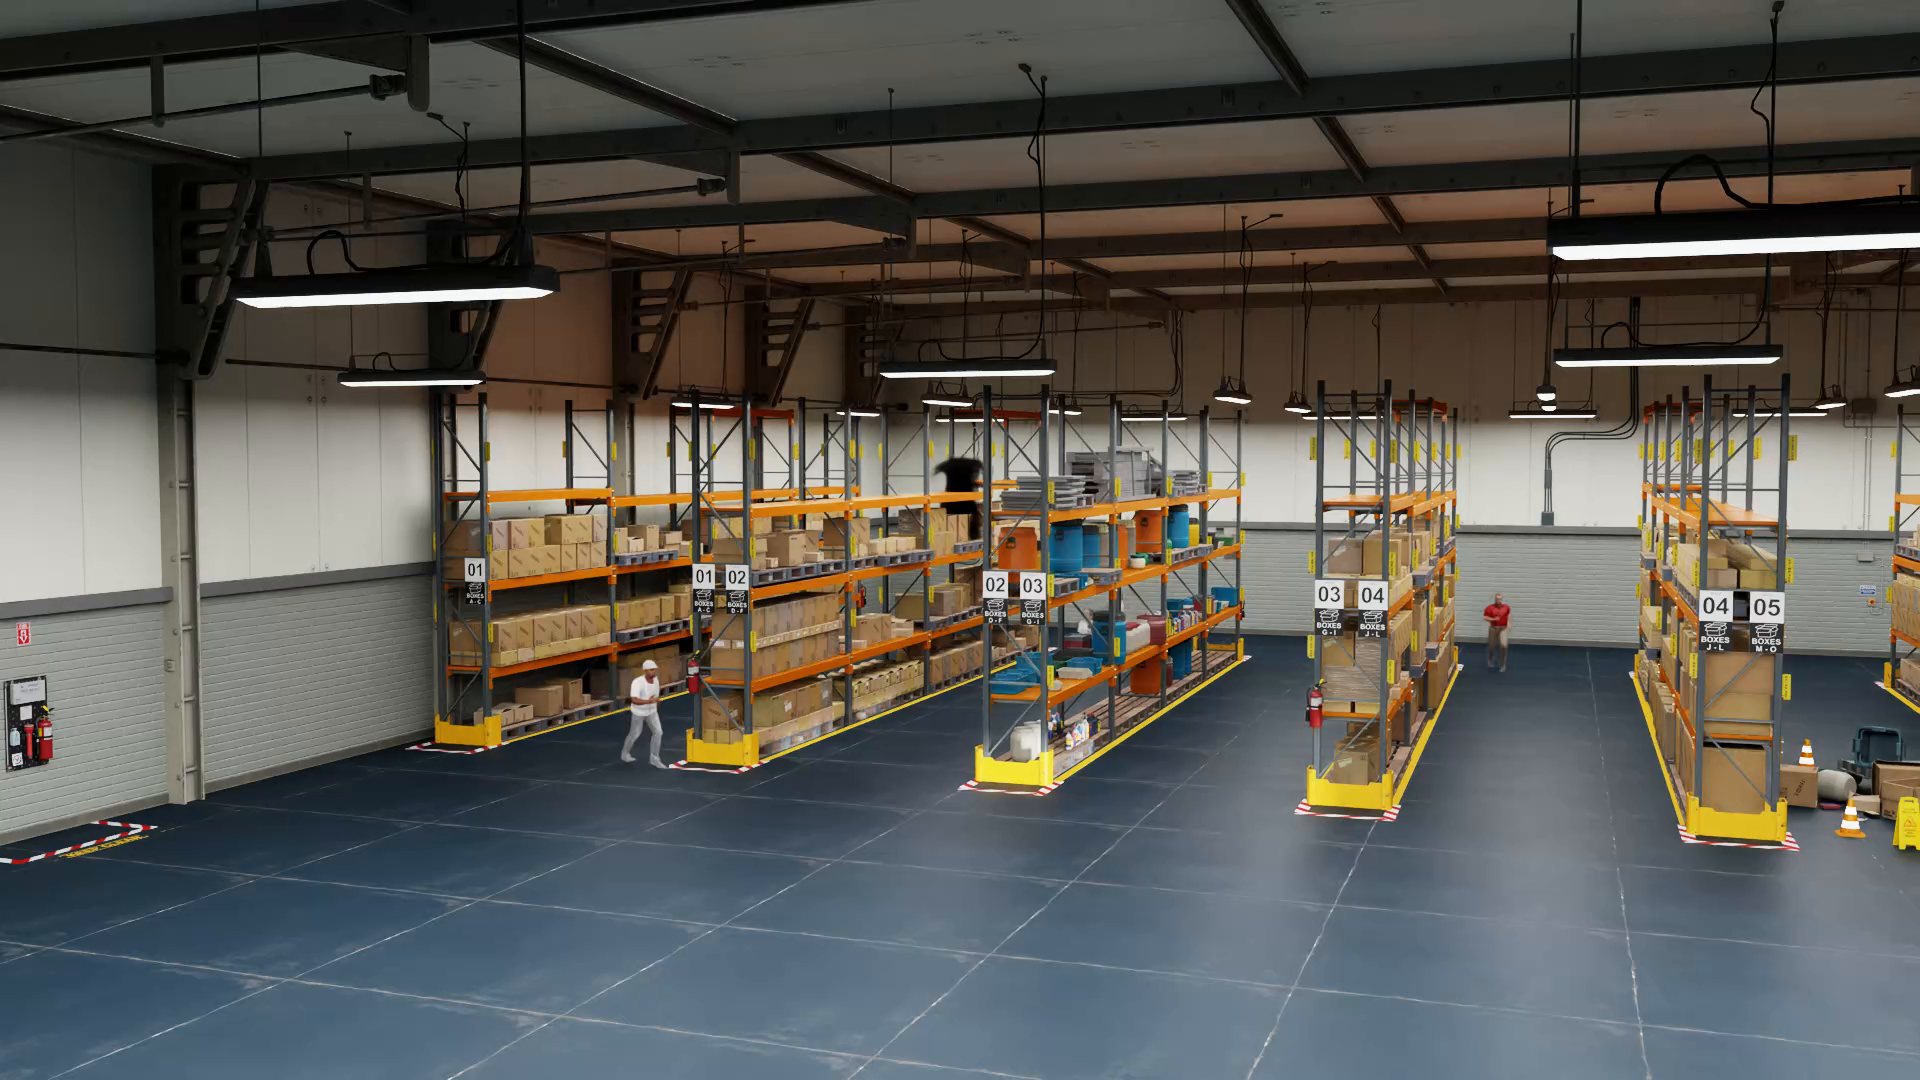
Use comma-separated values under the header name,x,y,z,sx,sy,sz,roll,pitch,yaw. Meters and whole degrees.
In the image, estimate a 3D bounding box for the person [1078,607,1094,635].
name,x,y,z,sx,sy,sz,roll,pitch,yaw
person,2.710,2.269,35.427,0.579,1.680,0.649,1,3,26

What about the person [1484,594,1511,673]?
name,x,y,z,sx,sy,sz,roll,pitch,yaw
person,12.273,2.119,37.968,0.654,1.792,0.886,0,3,6

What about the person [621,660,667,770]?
name,x,y,z,sx,sy,sz,roll,pitch,yaw
person,-4.985,2.741,26.255,0.982,1.734,0.715,3,4,42
